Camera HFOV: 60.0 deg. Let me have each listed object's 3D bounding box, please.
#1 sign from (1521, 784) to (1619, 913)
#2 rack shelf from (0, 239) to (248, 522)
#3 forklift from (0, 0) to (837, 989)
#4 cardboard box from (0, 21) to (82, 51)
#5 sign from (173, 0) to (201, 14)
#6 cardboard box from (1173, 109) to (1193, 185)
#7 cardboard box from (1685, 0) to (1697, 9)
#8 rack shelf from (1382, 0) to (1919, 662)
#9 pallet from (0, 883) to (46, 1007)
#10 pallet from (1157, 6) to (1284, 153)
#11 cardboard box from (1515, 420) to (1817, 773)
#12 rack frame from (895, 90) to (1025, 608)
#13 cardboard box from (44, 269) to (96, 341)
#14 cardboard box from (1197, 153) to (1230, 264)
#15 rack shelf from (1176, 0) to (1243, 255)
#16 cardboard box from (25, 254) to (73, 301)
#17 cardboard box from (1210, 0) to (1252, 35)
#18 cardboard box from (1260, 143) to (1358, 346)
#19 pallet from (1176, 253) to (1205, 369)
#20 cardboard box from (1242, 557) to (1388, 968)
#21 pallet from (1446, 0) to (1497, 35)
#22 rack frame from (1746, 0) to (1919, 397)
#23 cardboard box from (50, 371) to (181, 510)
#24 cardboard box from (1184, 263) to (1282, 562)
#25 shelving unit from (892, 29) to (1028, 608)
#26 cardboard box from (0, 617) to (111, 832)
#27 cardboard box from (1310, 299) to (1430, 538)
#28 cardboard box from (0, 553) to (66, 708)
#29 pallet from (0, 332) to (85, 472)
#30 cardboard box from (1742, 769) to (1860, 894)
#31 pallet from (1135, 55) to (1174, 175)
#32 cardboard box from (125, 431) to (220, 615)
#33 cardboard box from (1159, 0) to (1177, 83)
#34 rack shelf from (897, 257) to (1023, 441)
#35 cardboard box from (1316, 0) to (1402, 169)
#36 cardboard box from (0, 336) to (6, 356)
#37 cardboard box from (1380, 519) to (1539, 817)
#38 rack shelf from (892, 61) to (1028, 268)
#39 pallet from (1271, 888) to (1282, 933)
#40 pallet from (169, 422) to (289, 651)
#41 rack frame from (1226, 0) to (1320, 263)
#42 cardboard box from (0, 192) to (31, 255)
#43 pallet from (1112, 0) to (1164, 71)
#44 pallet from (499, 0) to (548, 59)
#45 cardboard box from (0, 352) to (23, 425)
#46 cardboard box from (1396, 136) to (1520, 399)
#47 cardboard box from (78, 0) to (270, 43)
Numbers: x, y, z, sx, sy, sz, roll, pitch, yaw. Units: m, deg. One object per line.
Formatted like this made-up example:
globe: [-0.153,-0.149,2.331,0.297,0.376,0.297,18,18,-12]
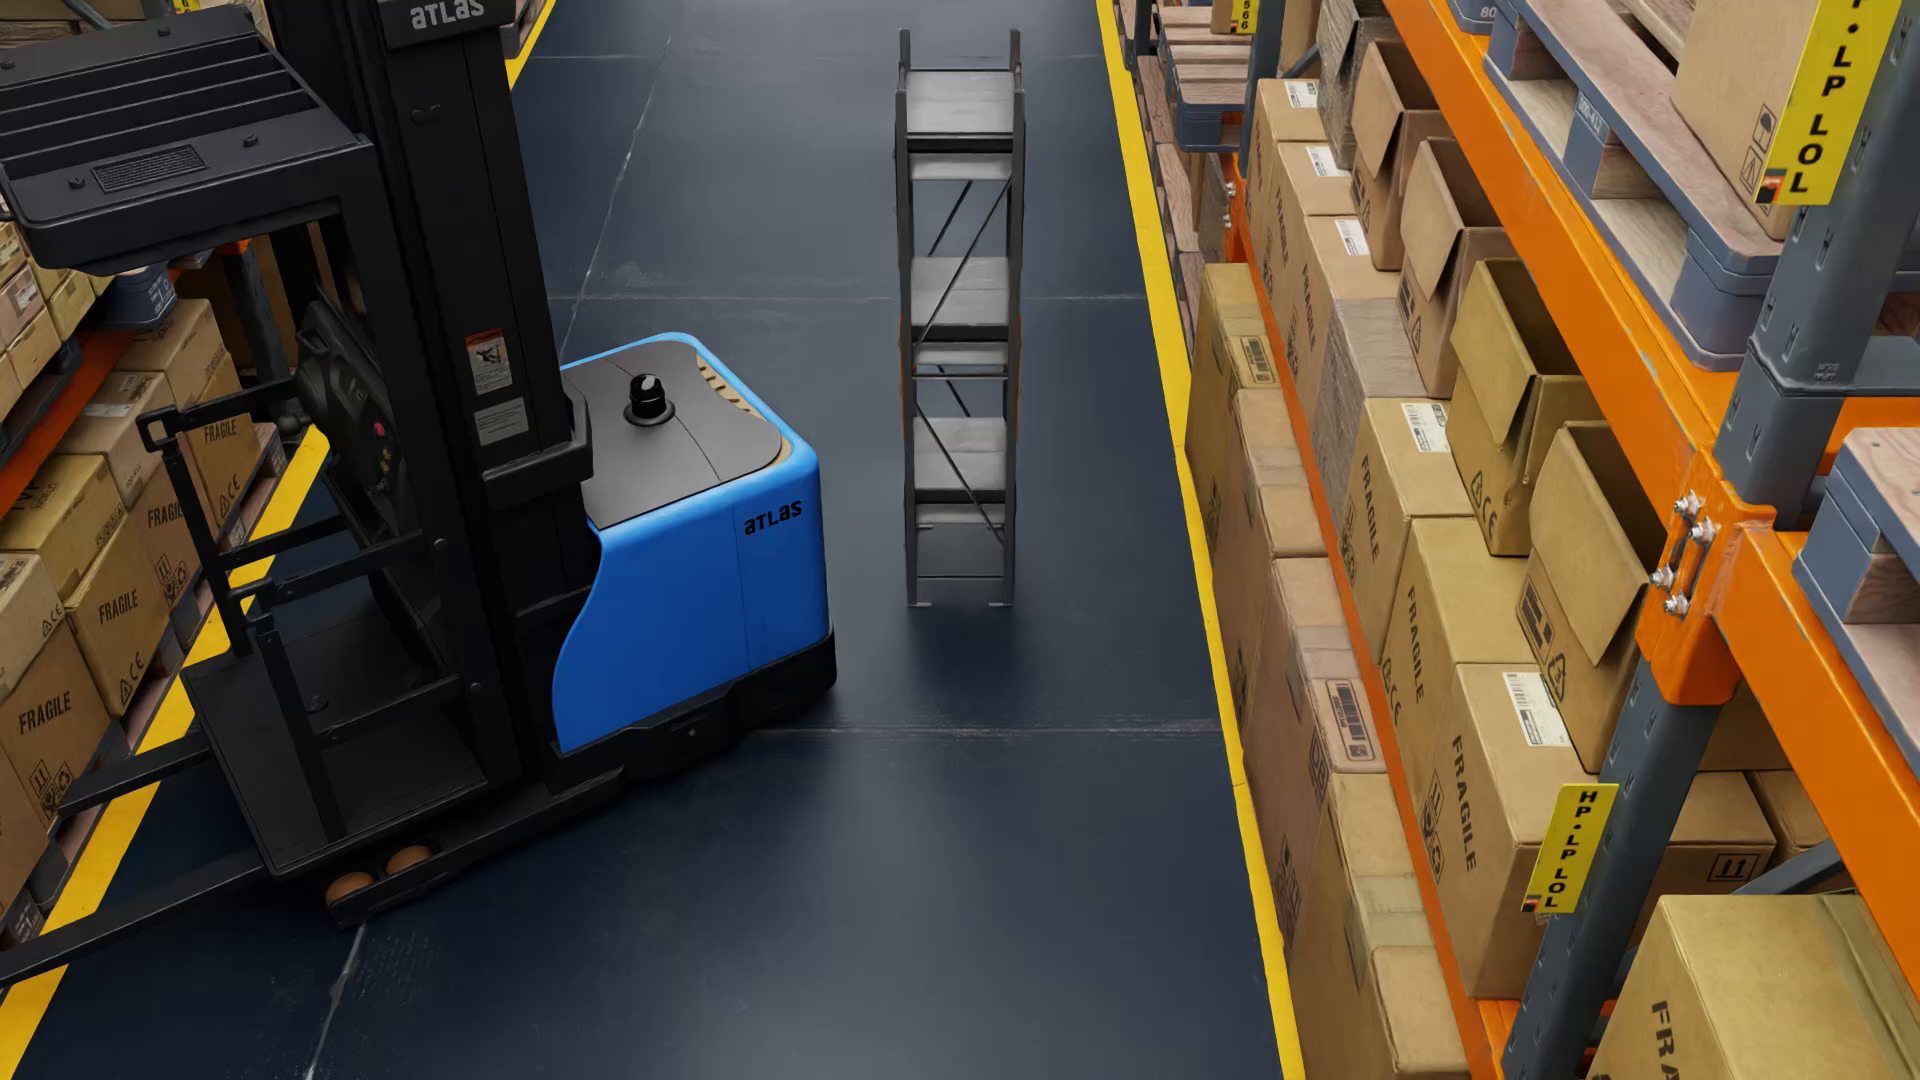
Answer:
sign: [1.038,0.528,2.829,0.100,0.325,0.005,0,39,0]
rack shelf: [-3.382,-0.087,5.035,1.077,0.370,4.000,0,39,0]
forklift: [-1.951,-0.312,4.795,3.031,2.935,1.130,-23,44,-26]
cardboard box: [-3.653,-1.939,6.691,0.500,0.500,0.500,0,39,0]
sign: [-2.841,-2.045,6.041,0.100,0.325,0.005,0,39,0]
cardboard box: [1.533,-2.224,8.774,0.700,0.500,0.500,-3,39,-4]
cardboard box: [1.669,-1.043,2.990,0.500,0.311,0.500,-1,39,-2]
rack shelf: [1.578,-1.198,4.023,1.077,0.370,4.000,0,39,0]
pallet: [-3.382,1.484,4.729,1.003,0.211,1.213,0,39,0]
pallet: [1.469,-1.929,6.912,1.213,0.211,1.003,0,39,0]
cardboard box: [1.572,0.113,3.328,0.797,0.503,0.637,-1,39,-1]
rack frame: [0.000,-0.563,5.774,0.400,2.100,0.015,0,39,0]
cardboard box: [-2.926,-0.736,5.134,0.380,0.149,0.250,-2,39,-2]
cardboard box: [1.542,-1.521,7.896,0.700,0.500,0.500,-3,39,-4]
rack shelf: [1.574,-2.529,8.082,1.077,0.370,4.000,0,39,0]
cardboard box: [-2.925,-0.848,5.037,0.380,0.149,0.250,0,39,0]
cardboard box: [1.435,-2.448,6.991,0.700,0.500,0.500,5,39,7]
cardboard box: [1.307,-0.971,5.483,0.500,0.500,0.500,-1,39,-1]
pallet: [1.577,-0.959,7.778,1.003,0.211,1.213,0,39,0]
cardboard box: [1.558,0.649,4.905,1.225,0.875,0.875,-1,39,-2]
pallet: [1.634,-1.553,4.042,1.003,0.211,1.213,2,39,2]
rack frame: [1.581,-1.398,1.299,1.000,3.000,0.127,0,39,0]
cardboard box: [-3.110,-0.356,5.859,0.500,0.250,0.500,0,39,1]
cardboard box: [1.556,-0.462,6.291,1.225,0.875,0.875,-2,39,-2]
shelving unit: [0.000,-0.716,5.964,0.431,2.100,0.503,0,39,0]
cardboard box: [-3.131,0.574,5.298,0.500,0.500,0.500,1,39,1]
cardboard box: [1.310,-0.338,4.693,0.500,0.500,0.500,0,39,0]
cardboard box: [-3.115,0.288,5.056,0.500,0.250,0.500,1,39,2]
pallet: [-3.341,-0.305,4.886,1.003,0.211,1.213,0,39,0]
cardboard box: [1.830,0.616,3.503,0.500,0.500,0.500,0,39,0]
pallet: [1.574,-2.485,9.682,1.003,0.211,1.213,0,39,0]
cardboard box: [-3.125,-0.071,6.103,0.500,0.500,0.500,1,39,2]
cardboard box: [1.551,-2.872,9.583,0.700,0.500,0.500,-3,39,-4]
rack shelf: [0.000,-0.705,5.973,0.431,0.518,0.480,0,39,0]
cardboard box: [1.561,-1.532,5.381,0.797,0.503,0.637,1,39,1]
cardboard box: [-2.924,-0.523,4.632,0.380,0.149,0.250,-1,39,-1]
cardboard box: [1.313,0.302,3.894,0.500,0.500,0.500,1,39,1]
rack shelf: [0.000,-1.251,5.535,0.431,0.518,0.480,0,39,0]
pallet: [1.500,0.784,5.603,1.003,0.211,1.213,0,39,0]
pallet: [-3.385,-0.041,6.633,1.003,0.211,1.213,0,39,0]
rack frame: [1.576,-1.559,6.296,1.000,3.000,0.127,0,39,0]
cardboard box: [-2.928,-0.971,4.953,0.380,0.149,0.250,0,39,0]
pallet: [1.535,-3.392,10.814,1.003,0.211,1.213,0,39,0]
pallet: [-3.311,-3.507,10.958,1.003,0.211,1.213,0,39,0]
cardboard box: [-2.924,-0.403,4.720,0.380,0.149,0.250,-2,39,-2]
cardboard box: [1.566,-0.705,4.349,0.797,0.503,0.637,1,39,1]
cardboard box: [-3.115,-1.938,6.690,0.500,0.500,0.500,0,39,0]
